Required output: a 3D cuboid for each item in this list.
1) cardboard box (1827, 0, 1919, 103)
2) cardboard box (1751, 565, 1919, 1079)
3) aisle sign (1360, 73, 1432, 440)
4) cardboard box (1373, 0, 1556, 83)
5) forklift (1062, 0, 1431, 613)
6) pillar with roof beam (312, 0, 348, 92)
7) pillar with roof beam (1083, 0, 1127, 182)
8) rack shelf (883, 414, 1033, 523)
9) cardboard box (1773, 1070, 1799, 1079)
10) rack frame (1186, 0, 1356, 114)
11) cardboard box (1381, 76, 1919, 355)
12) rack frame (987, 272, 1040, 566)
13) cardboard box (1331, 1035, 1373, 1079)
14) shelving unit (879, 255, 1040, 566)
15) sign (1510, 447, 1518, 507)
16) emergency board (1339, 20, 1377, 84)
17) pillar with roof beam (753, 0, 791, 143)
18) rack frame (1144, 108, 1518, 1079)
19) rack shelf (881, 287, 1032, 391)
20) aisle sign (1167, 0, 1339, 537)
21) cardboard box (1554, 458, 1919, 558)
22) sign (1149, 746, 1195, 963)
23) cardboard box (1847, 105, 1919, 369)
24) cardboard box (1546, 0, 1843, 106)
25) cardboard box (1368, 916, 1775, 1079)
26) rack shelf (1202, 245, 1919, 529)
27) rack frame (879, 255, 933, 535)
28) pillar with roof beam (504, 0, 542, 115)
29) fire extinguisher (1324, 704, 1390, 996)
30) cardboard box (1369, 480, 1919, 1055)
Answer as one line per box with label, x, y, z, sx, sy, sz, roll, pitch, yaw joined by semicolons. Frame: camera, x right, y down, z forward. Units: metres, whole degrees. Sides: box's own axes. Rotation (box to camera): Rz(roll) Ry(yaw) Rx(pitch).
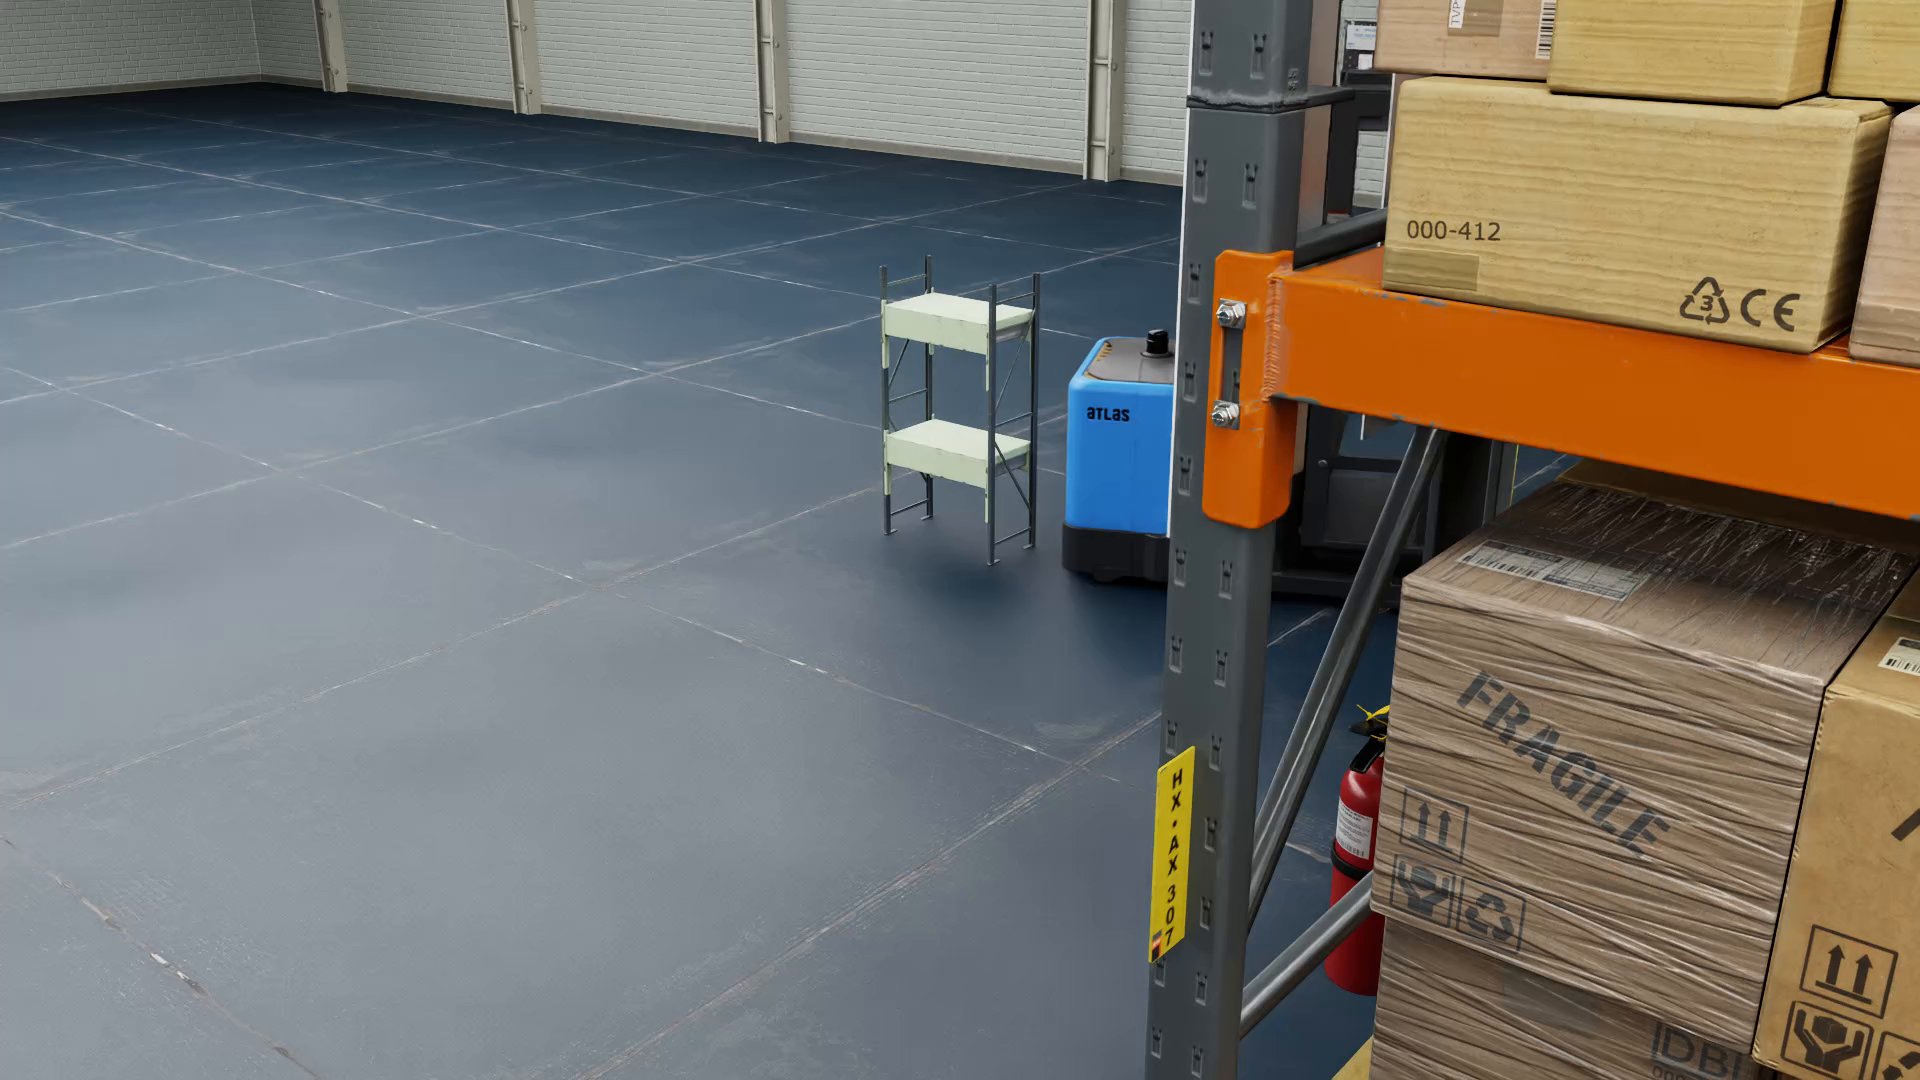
cardboard box;1.138;-0.566;1.815;0.250;0.149;0.380;16;26;35
cardboard box;1.294;0.379;1.931;0.500;0.500;0.500;16;26;36
aisle sign;0.799;-0.590;2.797;0.004;0.787;0.394;16;26;36
cardboard box;0.724;-0.673;2.098;0.250;0.149;0.380;16;26;36
forklift;2.102;-1.202;8.202;3.031;2.935;1.130;5;21;13
pillar with roof beam;-14.821;-11.744;27.556;0.400;9.000;9.100;16;26;36
pillar with roof beam;-0.876;-7.728;16.907;0.400;9.000;9.100;16;26;36
rack shelf;-0.005;-0.398;9.023;0.720;0.370;0.431;16;26;36
cardboard box;1.529;0.745;2.378;0.500;0.500;0.875;16;26;36
rack frame;0.657;-2.085;1.943;0.127;3.000;1.000;16;26;36
cardboard box;0.867;-0.433;2.027;0.500;0.250;0.500;17;27;38
rack frame;0.278;-0.622;8.691;0.023;1.500;0.400;16;26;36
cardboard box;0.727;0.969;2.705;0.250;0.149;0.380;16;26;36
shelving unit;-0.005;-0.703;8.907;0.755;1.500;0.431;16;26;36
sign;1.024;-0.115;3.132;0.005;0.325;0.100;16;26;36
emergency board;4.604;-5.321;19.026;0.643;1.169;0.194;16;26;36
pillar with roof beam;-5.525;-9.066;20.457;0.400;9.000;9.100;16;26;36
rack frame;0.657;0.722;3.002;0.127;3.000;1.000;16;26;36
rack shelf;-0.005;-1.068;8.770;0.720;0.370;0.431;16;26;36
aisle sign;0.420;-0.426;2.362;0.004;0.787;0.394;16;26;36
cardboard box;1.240;0.124;2.609;0.500;0.500;0.500;16;26;36
sign;0.314;0.466;2.456;0.005;0.325;0.100;16;26;36
cardboard box;1.271;-0.320;1.726;0.500;0.250;0.500;15;26;35
cardboard box;0.864;-0.589;1.875;0.250;0.149;0.380;17;26;37
cardboard box;1.066;0.666;2.586;0.500;0.500;0.875;16;26;36
rack shelf;2.207;0.102;1.416;4.000;0.370;1.077;16;26;36
rack frame;-0.289;-0.785;9.124;0.023;1.500;0.400;16;26;36
pillar with roof beam;-10.173;-10.405;24.007;0.400;9.000;9.100;16;26;36
fire extinguisher;0.860;0.607;3.417;0.183;0.674;0.296;16;26;36
cardboard box;0.911;0.266;2.232;0.500;0.500;0.500;16;26;36
